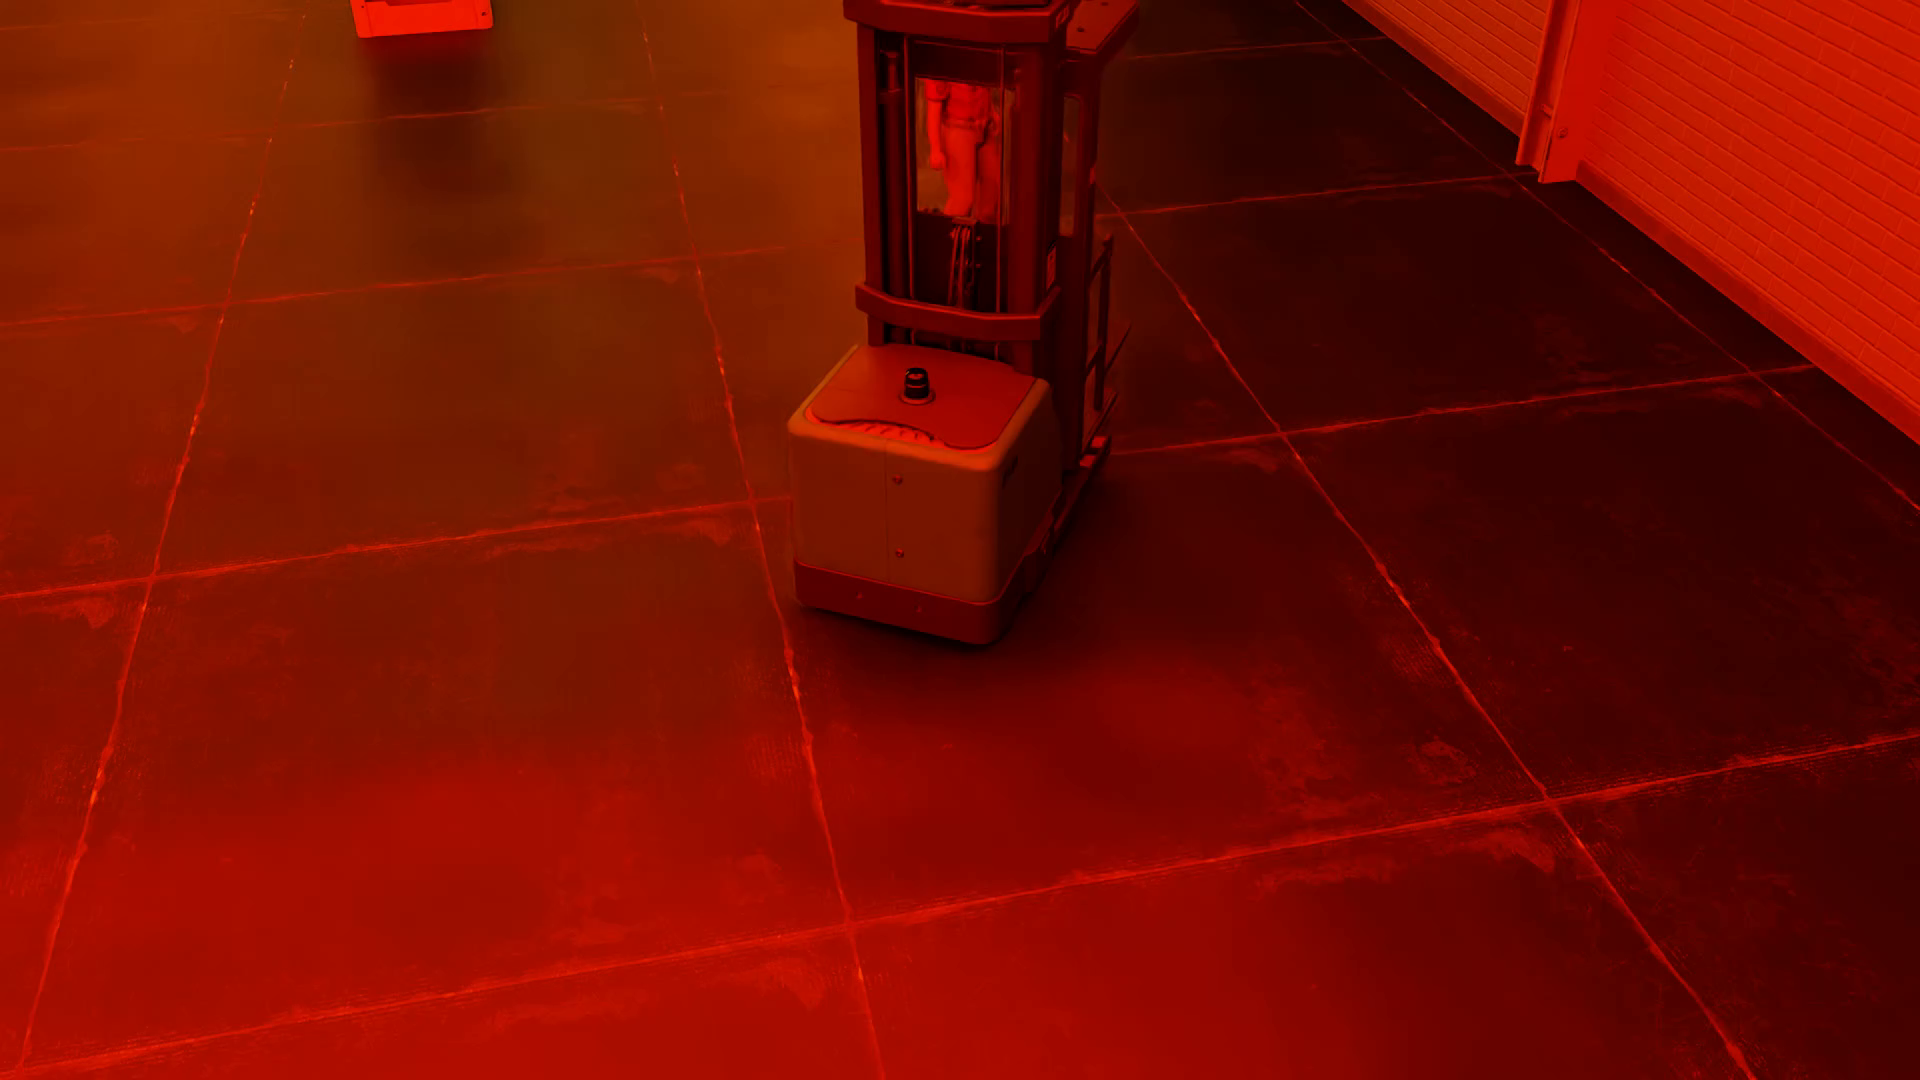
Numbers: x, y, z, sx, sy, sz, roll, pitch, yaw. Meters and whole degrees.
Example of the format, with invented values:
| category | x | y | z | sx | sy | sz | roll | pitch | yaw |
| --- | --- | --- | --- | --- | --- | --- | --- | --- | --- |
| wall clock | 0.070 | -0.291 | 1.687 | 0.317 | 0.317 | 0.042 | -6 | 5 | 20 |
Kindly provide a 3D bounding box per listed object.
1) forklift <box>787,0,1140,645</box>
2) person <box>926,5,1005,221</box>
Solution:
| category | x | y | z | sx | sy | sz | roll | pitch | yaw |
| --- | --- | --- | --- | --- | --- | --- | --- | --- | --- |
| forklift | 0.187 | -1.561 | 8.219 | 1.130 | 2.935 | 3.031 | 12 | 37 | 16 |
| person | 0.078 | -2.618 | 10.734 | 0.429 | 1.709 | 0.726 | 18 | 40 | 24 |
